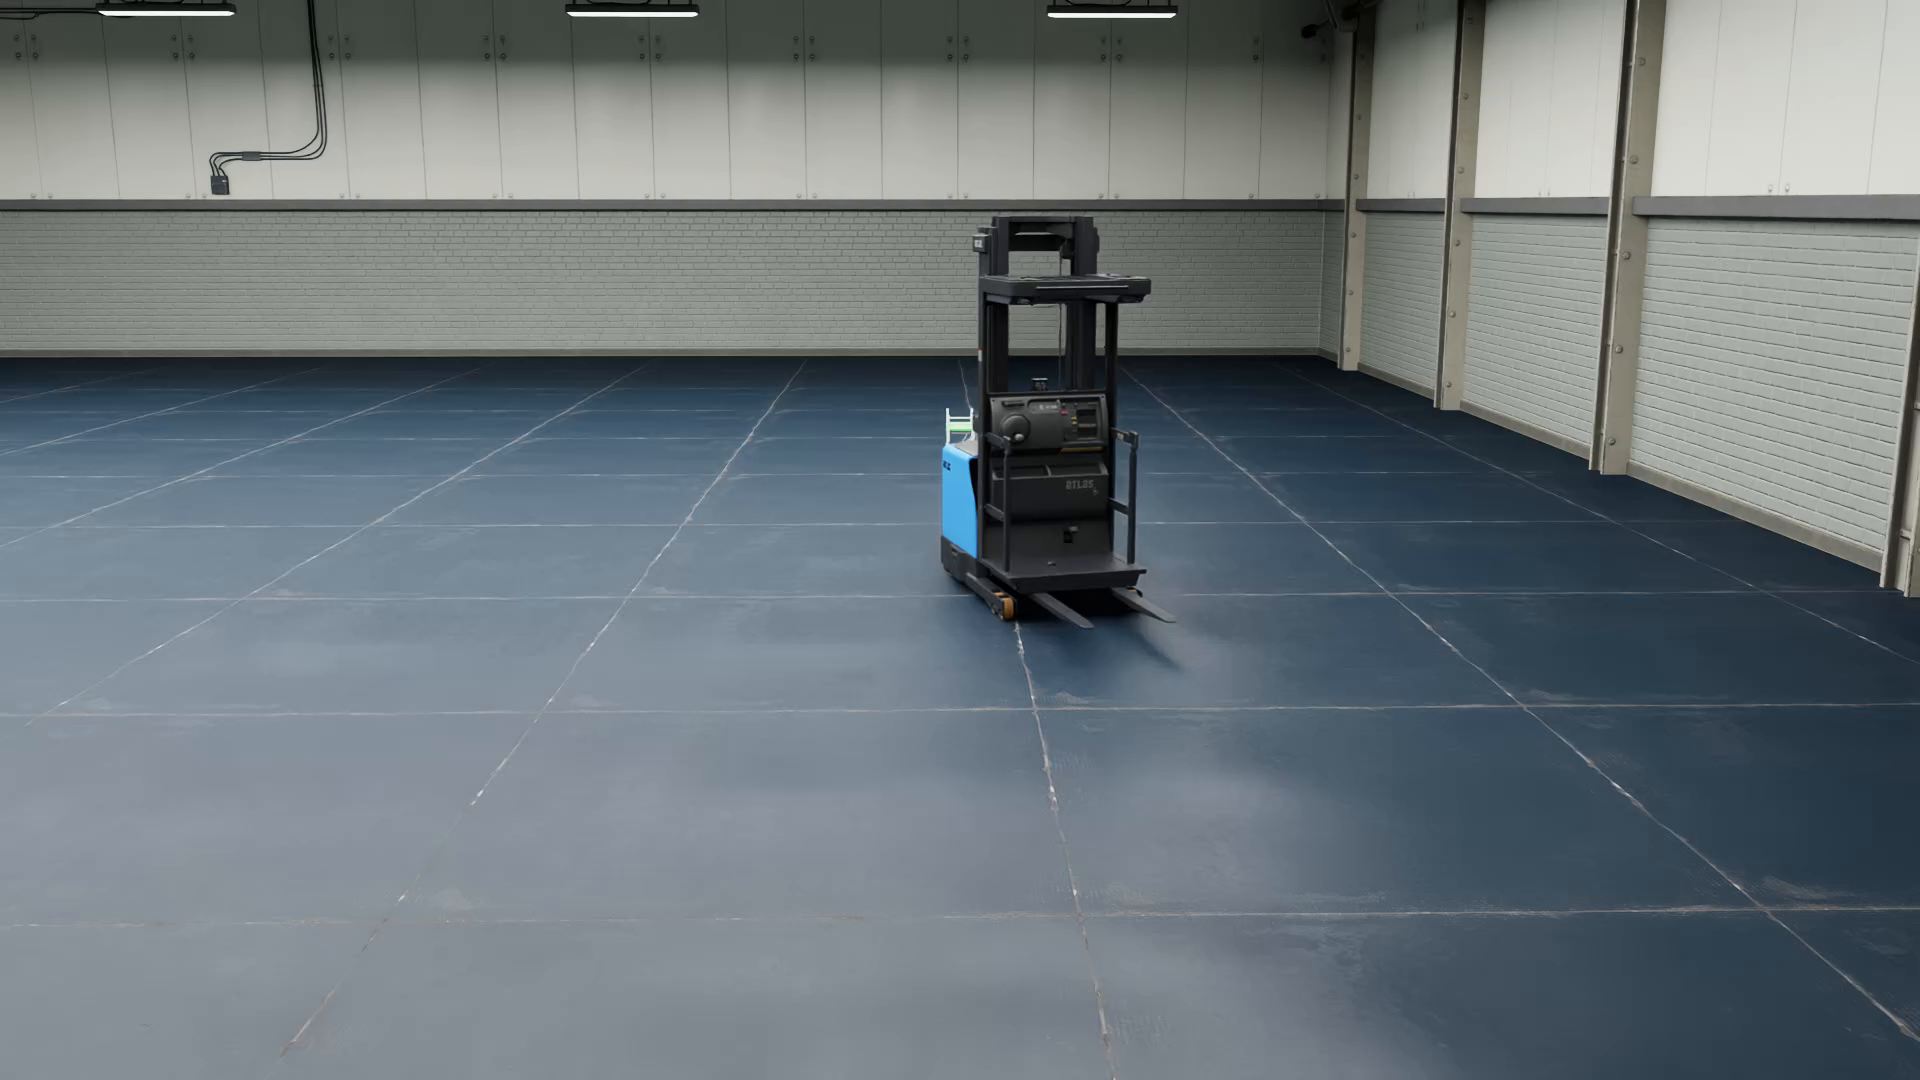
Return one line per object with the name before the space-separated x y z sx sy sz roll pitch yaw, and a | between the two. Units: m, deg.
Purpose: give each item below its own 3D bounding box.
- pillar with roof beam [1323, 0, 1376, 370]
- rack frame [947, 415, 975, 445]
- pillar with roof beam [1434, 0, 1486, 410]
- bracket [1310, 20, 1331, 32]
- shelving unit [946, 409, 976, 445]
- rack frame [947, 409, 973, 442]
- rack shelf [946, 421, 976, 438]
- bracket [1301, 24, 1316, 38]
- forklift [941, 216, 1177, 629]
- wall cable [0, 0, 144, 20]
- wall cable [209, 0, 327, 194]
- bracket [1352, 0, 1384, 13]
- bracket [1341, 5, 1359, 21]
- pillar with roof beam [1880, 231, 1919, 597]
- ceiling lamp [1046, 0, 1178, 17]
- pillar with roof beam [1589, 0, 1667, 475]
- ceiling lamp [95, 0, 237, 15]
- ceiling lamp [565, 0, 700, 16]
pillar with roof beam | 2.904 -7.562 29.893 9.100 9.000 0.548 0 11 -1
rack frame | 0.008 -0.507 14.729 0.240 1.200 0.015 0 11 -1
pillar with roof beam | 3.028 -6.370 24.014 9.100 9.000 0.400 0 11 -1
bracket | 6.808 -9.779 31.765 0.076 0.066 3.189 0 11 -1
shelving unit | 0.003 -0.555 14.969 0.258 1.200 0.503 0 11 -1
rack frame | -0.002 -0.604 15.208 0.240 1.200 0.015 0 11 -1
rack shelf | 0.003 -0.963 14.886 0.258 0.148 0.480 0 11 -1
bracket | 6.796 -9.896 32.343 0.235 0.232 0.430 0 11 -1
forklift | 0.742 -0.931 12.468 1.130 2.935 3.031 -3 12 -16
wall cable | -17.225 -11.248 31.727 3.097 2.526 0.112 0 11 -1
wall cable | -13.532 -9.744 32.094 2.305 6.003 0.169 0 11 -1
bracket | 6.915 -8.748 26.684 0.076 0.066 4.783 0 11 -1
bracket | 6.862 -9.260 29.208 0.235 0.232 0.430 0 11 -1
pillar with roof beam | 3.276 -3.984 12.256 9.100 9.000 0.400 0 11 -1
ceiling lamp | 2.329 -9.652 25.513 2.000 3.185 0.800 0 11 -1
pillar with roof beam | 3.152 -5.177 18.135 9.100 9.000 0.400 0 11 -1
ceiling lamp | -12.068 -9.593 25.221 2.000 3.185 0.800 0 11 -1
ceiling lamp | -5.010 -9.622 25.364 2.000 3.185 0.800 0 11 -1
